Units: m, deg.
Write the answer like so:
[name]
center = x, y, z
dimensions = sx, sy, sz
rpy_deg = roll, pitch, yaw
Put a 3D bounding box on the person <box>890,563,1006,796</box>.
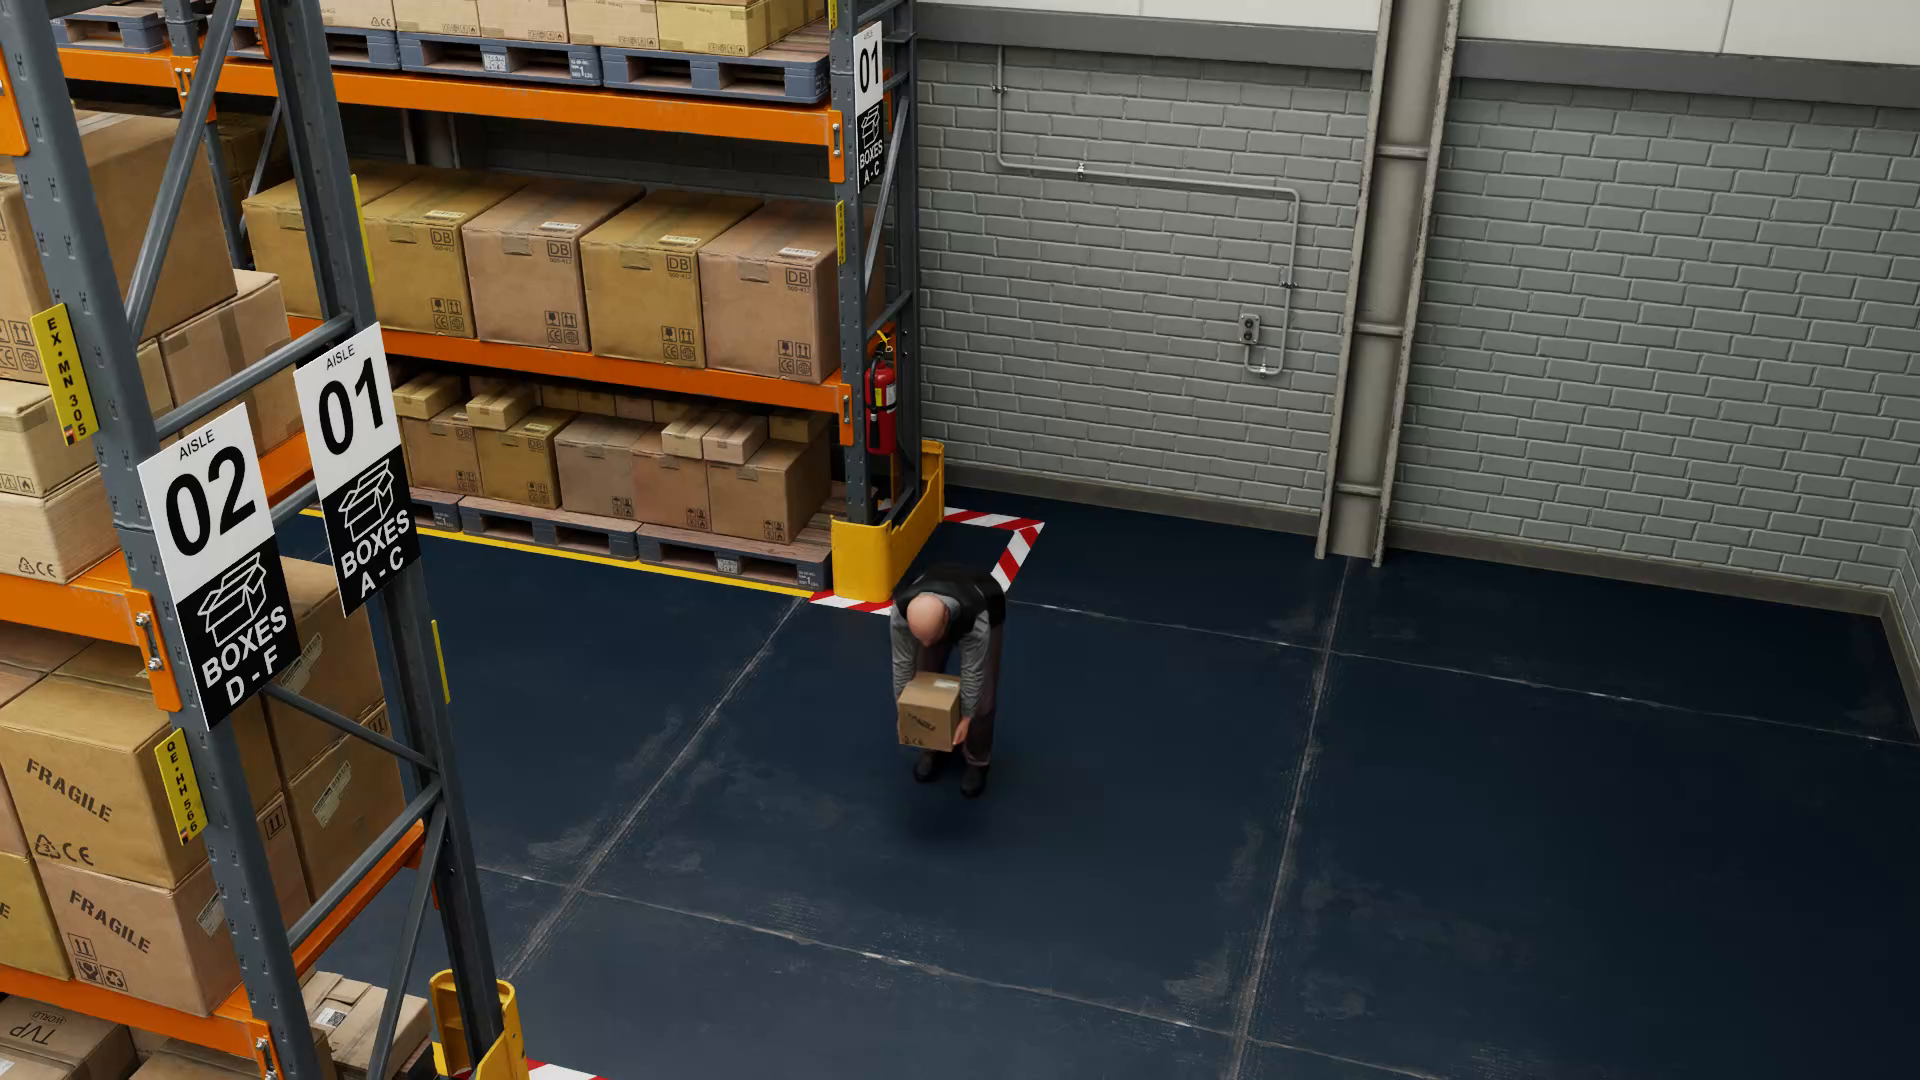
[person]
center = -0.062, 0.655, 7.781
dimensions = 0.474, 1.310, 0.896
rpy_deg = 8, 30, 13
